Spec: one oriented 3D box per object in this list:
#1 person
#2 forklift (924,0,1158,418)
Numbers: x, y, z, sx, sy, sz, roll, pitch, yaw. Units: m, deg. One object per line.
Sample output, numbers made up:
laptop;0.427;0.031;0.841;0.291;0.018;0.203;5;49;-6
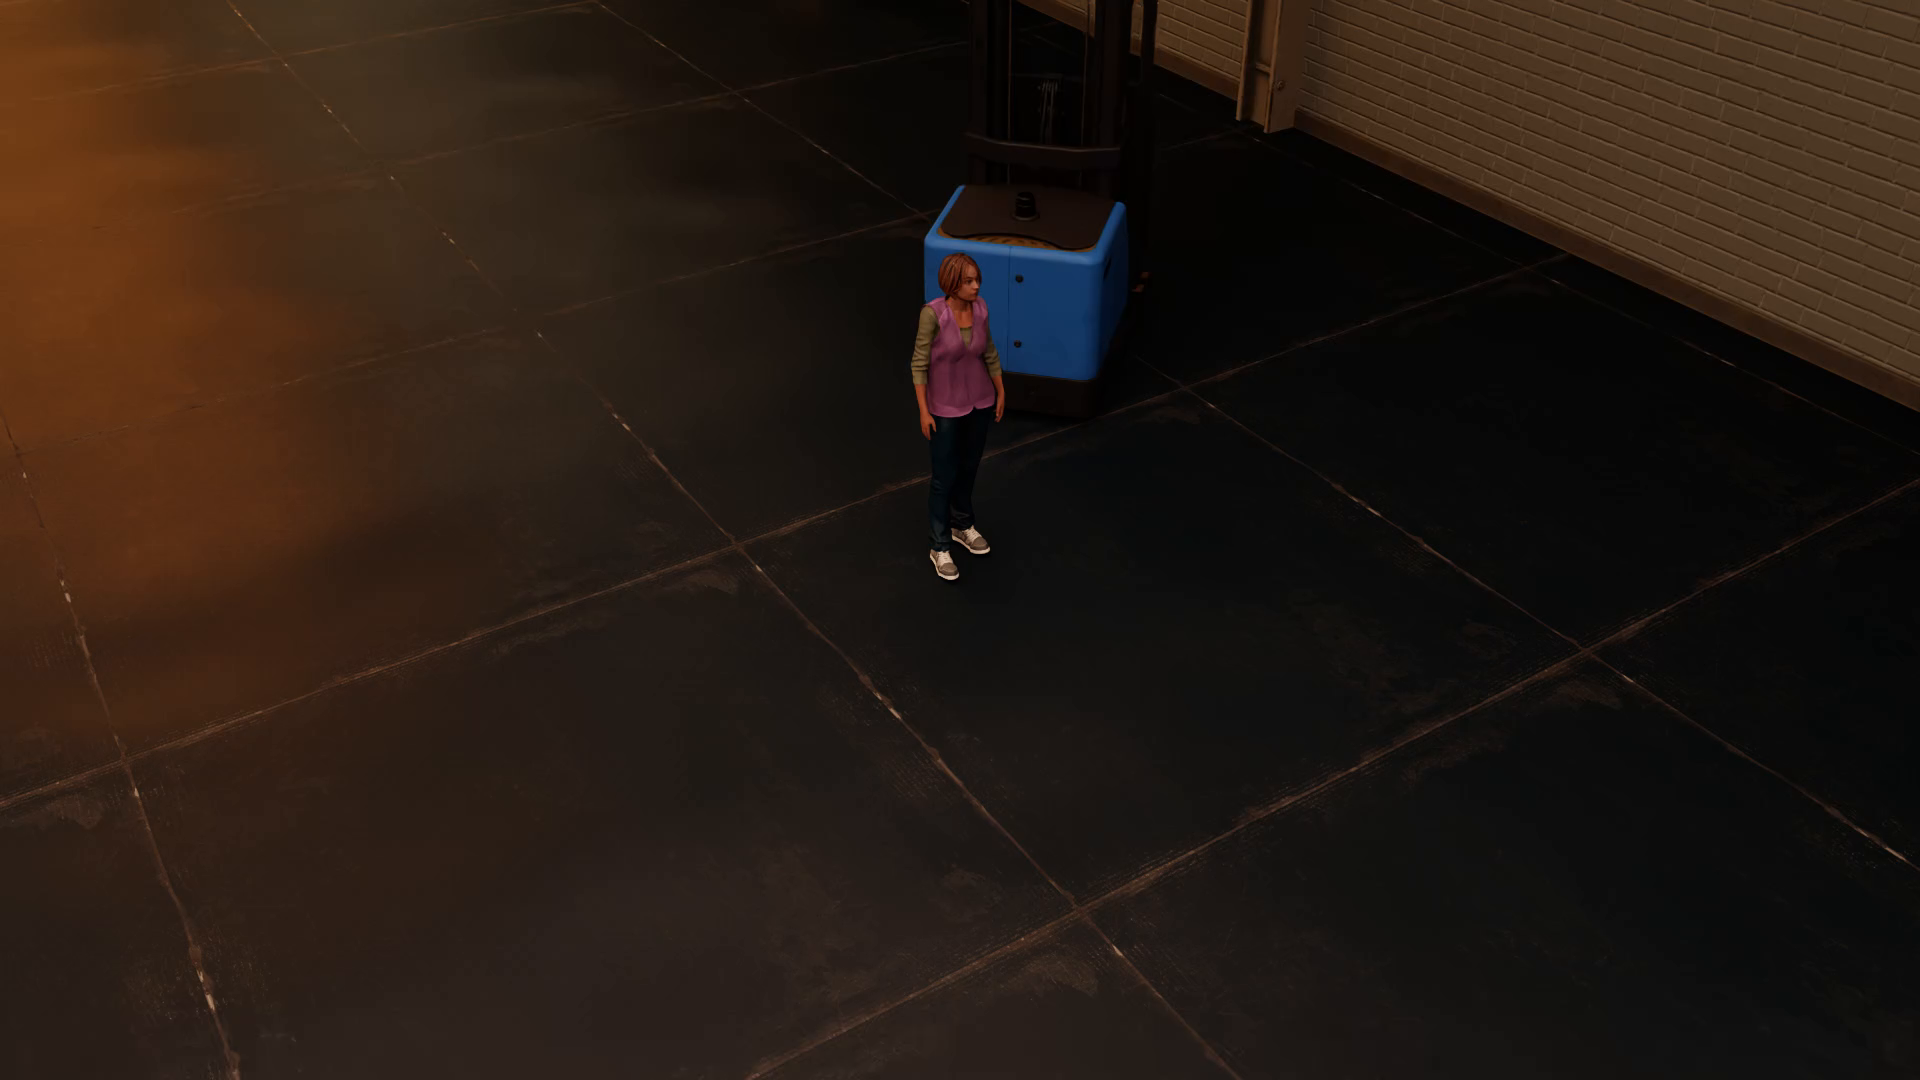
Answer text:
person;0.029;-0.619;8.177;0.520;1.596;0.475;-21;40;-27
forklift;0.650;-2.746;10.056;1.130;2.935;3.031;9;36;12
